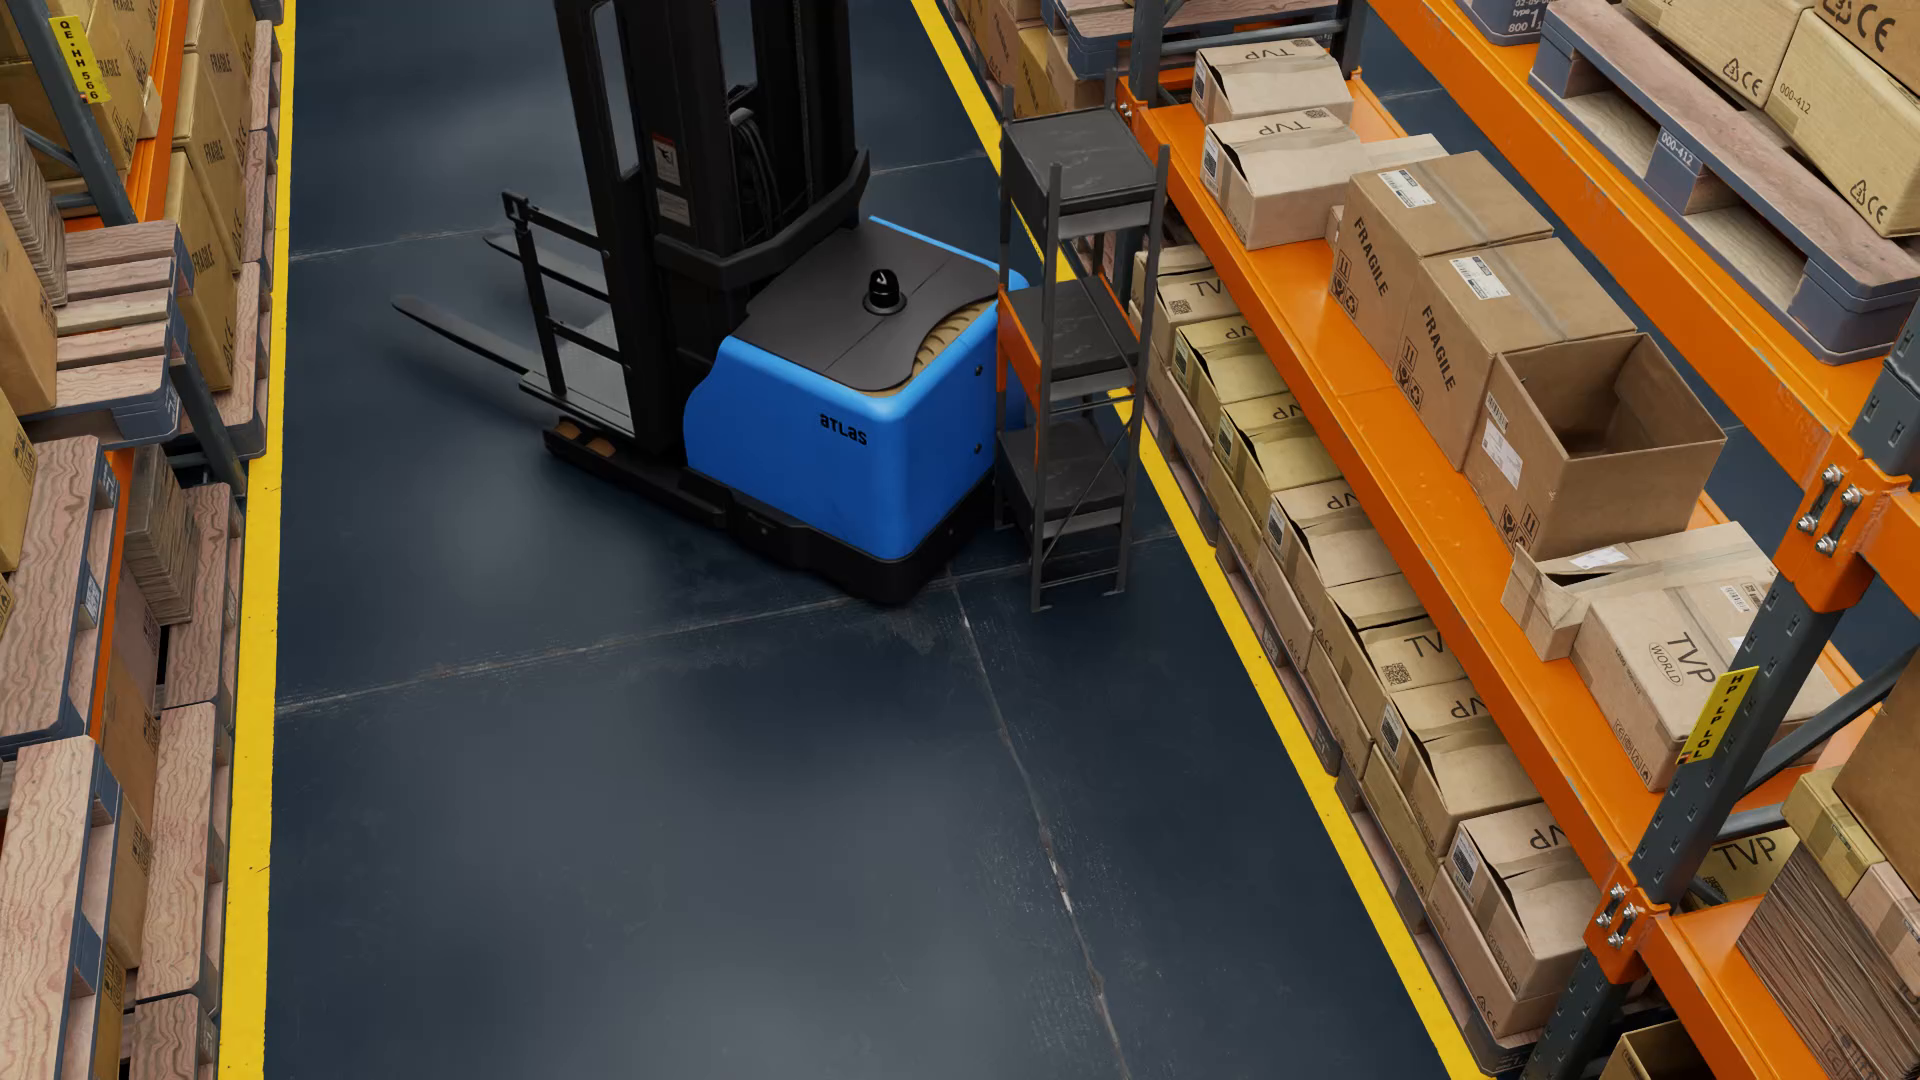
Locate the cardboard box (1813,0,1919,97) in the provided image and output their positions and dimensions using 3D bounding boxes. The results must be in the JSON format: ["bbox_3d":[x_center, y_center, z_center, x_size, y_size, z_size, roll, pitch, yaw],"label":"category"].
[{"bbox_3d":[2.112,-1.169,3.232,0.500,0.500,0.500,-10,46,-10],"label":"cardboard box"}]

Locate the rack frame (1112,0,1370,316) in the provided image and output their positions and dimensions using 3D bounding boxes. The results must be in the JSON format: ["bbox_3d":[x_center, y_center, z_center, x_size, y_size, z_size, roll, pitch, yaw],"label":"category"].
[{"bbox_3d":[1.208,-2.091,6.949,1.000,3.000,0.127,-11,47,-10],"label":"rack frame"}]

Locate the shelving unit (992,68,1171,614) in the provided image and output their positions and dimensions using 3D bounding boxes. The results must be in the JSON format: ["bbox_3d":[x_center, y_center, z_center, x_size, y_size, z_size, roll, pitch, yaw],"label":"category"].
[{"bbox_3d":[0.406,-0.650,6.167,0.431,2.100,0.503,-12,47,-12],"label":"shelving unit"}]

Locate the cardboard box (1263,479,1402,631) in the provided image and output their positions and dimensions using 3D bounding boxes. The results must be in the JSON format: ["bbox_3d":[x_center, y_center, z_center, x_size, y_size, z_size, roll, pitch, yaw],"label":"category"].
[{"bbox_3d":[1.461,0.012,6.127,0.500,0.311,0.500,-11,47,-11],"label":"cardboard box"}]

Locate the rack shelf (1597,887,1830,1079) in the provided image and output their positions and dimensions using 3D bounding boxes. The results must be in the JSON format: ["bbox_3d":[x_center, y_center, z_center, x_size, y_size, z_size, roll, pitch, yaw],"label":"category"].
[{"bbox_3d":[2.744,2.304,3.147,1.077,0.370,4.000,-11,47,-10],"label":"rack shelf"}]

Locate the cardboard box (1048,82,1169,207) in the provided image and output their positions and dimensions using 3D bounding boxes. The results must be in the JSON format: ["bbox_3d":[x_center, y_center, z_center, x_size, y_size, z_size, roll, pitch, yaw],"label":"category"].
[{"bbox_3d":[0.741,-1.973,8.276,0.500,0.500,0.500,-9,46,-9],"label":"cardboard box"}]

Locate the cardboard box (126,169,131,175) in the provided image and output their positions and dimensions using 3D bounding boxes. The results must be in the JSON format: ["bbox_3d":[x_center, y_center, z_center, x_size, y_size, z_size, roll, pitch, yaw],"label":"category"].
[{"bbox_3d":[-3.496,-1.547,6.578,0.380,0.149,0.250,-10,46,-10],"label":"cardboard box"}]

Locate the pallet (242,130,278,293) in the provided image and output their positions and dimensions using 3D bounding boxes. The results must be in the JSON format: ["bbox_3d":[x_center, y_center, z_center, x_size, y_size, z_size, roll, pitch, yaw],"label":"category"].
[{"bbox_3d":[-4.018,-1.605,8.426,1.003,0.211,1.213,-11,47,-10],"label":"pallet"}]

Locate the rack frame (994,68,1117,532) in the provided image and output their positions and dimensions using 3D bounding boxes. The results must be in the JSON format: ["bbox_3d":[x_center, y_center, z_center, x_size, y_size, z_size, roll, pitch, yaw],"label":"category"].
[{"bbox_3d":[0.336,-0.816,6.331,0.400,2.100,0.015,-12,47,-12],"label":"rack frame"}]

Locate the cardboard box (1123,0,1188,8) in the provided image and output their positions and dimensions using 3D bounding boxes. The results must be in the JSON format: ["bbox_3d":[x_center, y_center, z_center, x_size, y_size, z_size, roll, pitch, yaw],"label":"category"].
[{"bbox_3d":[0.937,-2.687,7.170,0.700,0.500,0.500,-26,51,-23],"label":"cardboard box"}]

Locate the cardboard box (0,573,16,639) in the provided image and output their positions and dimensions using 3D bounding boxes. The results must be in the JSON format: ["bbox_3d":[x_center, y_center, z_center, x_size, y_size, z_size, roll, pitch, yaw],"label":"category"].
[{"bbox_3d":[-2.988,0.197,4.330,0.700,0.500,0.500,-5,46,-5],"label":"cardboard box"}]

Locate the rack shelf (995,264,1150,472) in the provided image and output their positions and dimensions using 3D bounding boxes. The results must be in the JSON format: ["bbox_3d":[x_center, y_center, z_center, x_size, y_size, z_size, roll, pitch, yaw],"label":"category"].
[{"bbox_3d":[0.406,-0.640,6.177,0.431,0.518,0.480,-12,47,-12],"label":"rack shelf"}]

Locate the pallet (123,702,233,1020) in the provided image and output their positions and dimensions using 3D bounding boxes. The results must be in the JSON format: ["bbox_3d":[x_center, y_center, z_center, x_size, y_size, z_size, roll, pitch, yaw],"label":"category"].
[{"bbox_3d":[-3.073,1.174,5.702,1.003,0.211,1.213,-11,47,-10],"label":"pallet"}]

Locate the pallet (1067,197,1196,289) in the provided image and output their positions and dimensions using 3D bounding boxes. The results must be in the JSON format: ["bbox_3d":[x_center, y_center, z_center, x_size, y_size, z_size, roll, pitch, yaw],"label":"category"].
[{"bbox_3d":[1.053,-1.637,8.457,1.003,0.211,1.213,-11,47,-10],"label":"pallet"}]

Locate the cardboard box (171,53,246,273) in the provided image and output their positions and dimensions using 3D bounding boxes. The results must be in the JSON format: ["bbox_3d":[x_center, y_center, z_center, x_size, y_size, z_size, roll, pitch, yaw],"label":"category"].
[{"bbox_3d":[-3.860,-1.715,7.792,0.750,0.750,0.750,-11,47,-11],"label":"cardboard box"}]

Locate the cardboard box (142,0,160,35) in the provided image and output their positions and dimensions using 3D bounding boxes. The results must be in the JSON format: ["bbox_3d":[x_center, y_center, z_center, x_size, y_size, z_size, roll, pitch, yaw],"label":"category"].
[{"bbox_3d":[-3.708,-2.417,6.977,0.500,0.500,0.500,-11,47,-10],"label":"cardboard box"}]

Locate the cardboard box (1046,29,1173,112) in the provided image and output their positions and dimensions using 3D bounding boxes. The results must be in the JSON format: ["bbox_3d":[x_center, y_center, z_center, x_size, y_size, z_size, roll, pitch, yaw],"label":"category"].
[{"bbox_3d":[0.723,-2.273,8.045,0.500,0.250,0.500,-9,46,-9],"label":"cardboard box"}]

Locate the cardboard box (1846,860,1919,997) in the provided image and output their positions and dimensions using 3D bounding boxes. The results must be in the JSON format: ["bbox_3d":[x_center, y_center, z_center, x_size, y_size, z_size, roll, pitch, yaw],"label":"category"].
[{"bbox_3d":[2.178,0.803,3.589,0.380,0.149,0.250,-10,46,-10],"label":"cardboard box"}]

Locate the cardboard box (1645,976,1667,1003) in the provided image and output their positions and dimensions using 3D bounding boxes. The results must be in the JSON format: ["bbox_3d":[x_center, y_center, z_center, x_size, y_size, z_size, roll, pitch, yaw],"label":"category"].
[{"bbox_3d":[2.368,1.163,5.392,0.500,0.250,0.500,-12,47,-11],"label":"cardboard box"}]

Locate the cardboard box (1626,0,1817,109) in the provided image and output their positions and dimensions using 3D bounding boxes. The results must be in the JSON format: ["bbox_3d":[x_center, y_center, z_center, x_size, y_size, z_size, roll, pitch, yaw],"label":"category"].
[{"bbox_3d":[1.940,-1.279,3.865,0.500,0.250,0.500,-15,47,-14],"label":"cardboard box"}]

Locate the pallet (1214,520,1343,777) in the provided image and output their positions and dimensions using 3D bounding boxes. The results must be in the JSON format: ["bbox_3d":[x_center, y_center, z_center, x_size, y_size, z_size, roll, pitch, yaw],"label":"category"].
[{"bbox_3d":[1.689,0.301,6.557,1.003,0.211,1.213,-11,47,-10],"label":"pallet"}]

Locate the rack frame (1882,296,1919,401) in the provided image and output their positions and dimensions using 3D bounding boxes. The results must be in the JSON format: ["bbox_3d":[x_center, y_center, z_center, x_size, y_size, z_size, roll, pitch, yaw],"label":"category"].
[{"bbox_3d":[2.232,-1.429,2.100,1.000,3.000,0.127,-11,47,-10],"label":"rack frame"}]

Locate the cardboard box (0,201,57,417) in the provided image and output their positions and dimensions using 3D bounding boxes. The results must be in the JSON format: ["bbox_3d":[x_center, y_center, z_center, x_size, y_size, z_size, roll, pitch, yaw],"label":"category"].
[{"bbox_3d":[-3.281,-0.668,5.177,0.700,0.500,0.500,-15,47,-14],"label":"cardboard box"}]

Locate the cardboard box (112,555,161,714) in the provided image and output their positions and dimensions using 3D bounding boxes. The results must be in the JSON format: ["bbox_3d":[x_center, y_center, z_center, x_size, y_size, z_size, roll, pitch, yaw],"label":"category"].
[{"bbox_3d":[-3.326,0.403,5.948,0.700,0.500,0.500,-11,47,-10],"label":"cardboard box"}]

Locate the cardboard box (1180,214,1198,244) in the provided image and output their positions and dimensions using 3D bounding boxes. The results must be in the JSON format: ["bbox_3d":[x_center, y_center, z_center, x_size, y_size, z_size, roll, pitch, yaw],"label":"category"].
[{"bbox_3d":[1.367,-1.736,8.044,0.500,0.500,0.500,-9,46,-9],"label":"cardboard box"}]

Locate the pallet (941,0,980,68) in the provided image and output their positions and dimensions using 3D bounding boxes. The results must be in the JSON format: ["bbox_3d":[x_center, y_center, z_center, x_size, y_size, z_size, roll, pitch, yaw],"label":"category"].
[{"bbox_3d":[0.428,-3.322,10.108,1.003,0.211,1.213,-11,47,-10],"label":"pallet"}]

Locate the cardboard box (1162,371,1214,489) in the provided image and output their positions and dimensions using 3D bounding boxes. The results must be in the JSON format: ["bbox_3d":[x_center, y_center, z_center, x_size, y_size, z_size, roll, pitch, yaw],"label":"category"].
[{"bbox_3d":[1.187,-0.513,7.035,0.500,0.250,0.500,-12,47,-11],"label":"cardboard box"}]

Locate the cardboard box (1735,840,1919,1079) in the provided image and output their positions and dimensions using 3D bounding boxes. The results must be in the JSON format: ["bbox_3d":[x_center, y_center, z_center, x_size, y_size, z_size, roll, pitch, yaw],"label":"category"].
[{"bbox_3d":[2.351,0.941,3.908,0.700,0.500,0.500,-12,47,-11],"label":"cardboard box"}]

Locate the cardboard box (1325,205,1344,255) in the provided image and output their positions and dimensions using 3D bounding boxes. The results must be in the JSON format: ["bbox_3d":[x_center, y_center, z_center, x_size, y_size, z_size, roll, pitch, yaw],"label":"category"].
[{"bbox_3d":[1.589,-1.133,6.186,0.380,0.149,0.250,-8,46,-7],"label":"cardboard box"}]

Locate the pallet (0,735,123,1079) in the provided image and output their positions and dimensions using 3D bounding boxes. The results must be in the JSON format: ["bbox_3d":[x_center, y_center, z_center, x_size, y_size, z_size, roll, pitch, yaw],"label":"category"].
[{"bbox_3d":[-2.611,1.092,3.965,1.003,0.211,1.213,-11,47,-10],"label":"pallet"}]

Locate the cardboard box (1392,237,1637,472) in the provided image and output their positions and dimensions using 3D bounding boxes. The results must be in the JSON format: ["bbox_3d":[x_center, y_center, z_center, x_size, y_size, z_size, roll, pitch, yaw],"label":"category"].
[{"bbox_3d":[1.788,-0.607,5.425,0.500,0.500,0.500,-11,47,-10],"label":"cardboard box"}]

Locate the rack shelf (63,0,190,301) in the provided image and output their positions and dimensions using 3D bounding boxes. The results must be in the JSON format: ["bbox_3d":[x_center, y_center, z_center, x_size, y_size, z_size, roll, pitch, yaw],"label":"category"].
[{"bbox_3d":[-4.092,-2.311,7.669,1.077,0.370,4.000,-11,47,-10],"label":"rack shelf"}]

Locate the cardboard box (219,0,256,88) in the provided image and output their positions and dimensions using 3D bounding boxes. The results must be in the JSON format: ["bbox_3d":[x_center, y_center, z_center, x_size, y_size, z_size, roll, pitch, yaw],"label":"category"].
[{"bbox_3d":[-4.312,-2.914,8.967,0.750,0.750,0.750,-10,46,-10],"label":"cardboard box"}]

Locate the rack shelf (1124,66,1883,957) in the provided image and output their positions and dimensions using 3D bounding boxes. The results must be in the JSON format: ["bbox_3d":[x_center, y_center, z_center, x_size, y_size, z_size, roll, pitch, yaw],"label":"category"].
[{"bbox_3d":[1.720,-0.458,5.853,1.077,0.370,4.000,-11,47,-10],"label":"rack shelf"}]

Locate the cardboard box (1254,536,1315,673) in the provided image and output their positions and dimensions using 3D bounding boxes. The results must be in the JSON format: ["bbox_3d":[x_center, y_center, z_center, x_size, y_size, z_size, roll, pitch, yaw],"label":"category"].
[{"bbox_3d":[1.457,0.199,6.337,0.500,0.250,0.500,-10,46,-10],"label":"cardboard box"}]

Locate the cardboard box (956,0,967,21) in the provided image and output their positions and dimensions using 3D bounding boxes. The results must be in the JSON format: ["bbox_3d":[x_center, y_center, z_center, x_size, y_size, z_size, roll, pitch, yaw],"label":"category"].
[{"bbox_3d":[0.219,-3.387,9.662,0.500,0.500,0.500,-10,46,-10],"label":"cardboard box"}]

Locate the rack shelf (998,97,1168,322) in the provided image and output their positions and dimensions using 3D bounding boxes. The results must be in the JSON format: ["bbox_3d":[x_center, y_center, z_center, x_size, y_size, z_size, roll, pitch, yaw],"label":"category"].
[{"bbox_3d":[0.406,-1.130,5.677,0.431,0.518,0.480,-12,47,-12],"label":"rack shelf"}]

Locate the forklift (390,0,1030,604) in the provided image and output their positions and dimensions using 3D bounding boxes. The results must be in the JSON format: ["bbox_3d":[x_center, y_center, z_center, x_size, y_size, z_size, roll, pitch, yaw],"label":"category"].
[{"bbox_3d":[-1.222,-1.597,6.513,3.031,2.935,1.130,25,51,23],"label":"forklift"}]

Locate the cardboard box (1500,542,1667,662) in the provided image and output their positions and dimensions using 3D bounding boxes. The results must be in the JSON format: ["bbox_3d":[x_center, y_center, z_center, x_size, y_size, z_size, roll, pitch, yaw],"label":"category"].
[{"bbox_3d":[1.829,0.145,4.853,0.396,0.266,0.258,-12,47,-11],"label":"cardboard box"}]

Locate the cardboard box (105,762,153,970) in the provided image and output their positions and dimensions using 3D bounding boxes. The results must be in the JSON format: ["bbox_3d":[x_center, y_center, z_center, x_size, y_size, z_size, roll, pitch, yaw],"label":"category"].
[{"bbox_3d":[-3.033,1.088,5.277,0.700,0.500,0.500,-10,46,-10],"label":"cardboard box"}]

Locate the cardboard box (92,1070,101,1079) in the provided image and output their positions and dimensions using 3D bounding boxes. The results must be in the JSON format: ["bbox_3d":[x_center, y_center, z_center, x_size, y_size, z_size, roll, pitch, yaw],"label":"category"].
[{"bbox_3d":[-2.761,1.795,4.584,0.700,0.500,0.500,-9,46,-9],"label":"cardboard box"}]

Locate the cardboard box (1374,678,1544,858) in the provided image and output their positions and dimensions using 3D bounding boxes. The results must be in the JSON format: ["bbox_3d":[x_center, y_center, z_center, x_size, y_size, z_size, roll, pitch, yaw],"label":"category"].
[{"bbox_3d":[1.712,0.705,5.448,0.500,0.311,0.500,-10,46,-9],"label":"cardboard box"}]

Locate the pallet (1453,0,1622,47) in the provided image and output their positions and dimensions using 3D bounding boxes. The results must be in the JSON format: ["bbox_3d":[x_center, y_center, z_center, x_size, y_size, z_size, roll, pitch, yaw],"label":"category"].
[{"bbox_3d":[1.757,-1.851,4.746,1.003,0.211,1.213,-9,46,-8],"label":"pallet"}]

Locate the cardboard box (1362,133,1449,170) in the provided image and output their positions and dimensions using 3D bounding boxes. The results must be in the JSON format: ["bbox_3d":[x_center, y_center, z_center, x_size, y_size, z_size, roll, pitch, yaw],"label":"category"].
[{"bbox_3d":[1.705,-1.432,6.480,0.380,0.149,0.250,-11,47,-10],"label":"cardboard box"}]

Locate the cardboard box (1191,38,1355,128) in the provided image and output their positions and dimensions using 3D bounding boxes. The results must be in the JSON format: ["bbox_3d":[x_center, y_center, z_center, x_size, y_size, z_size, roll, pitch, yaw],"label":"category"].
[{"bbox_3d":[1.259,-1.800,6.727,0.500,0.311,0.500,-8,46,-8],"label":"cardboard box"}]

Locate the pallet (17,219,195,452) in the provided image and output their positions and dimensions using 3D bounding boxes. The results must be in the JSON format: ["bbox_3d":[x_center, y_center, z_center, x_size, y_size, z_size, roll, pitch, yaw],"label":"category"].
[{"bbox_3d":[-3.295,-0.643,5.665,1.213,0.211,1.003,-11,47,-10],"label":"pallet"}]

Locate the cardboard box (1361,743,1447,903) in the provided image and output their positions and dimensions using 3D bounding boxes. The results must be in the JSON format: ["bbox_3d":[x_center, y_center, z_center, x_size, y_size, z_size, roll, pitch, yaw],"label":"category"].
[{"bbox_3d":[1.717,0.903,5.646,0.500,0.250,0.500,-11,47,-11],"label":"cardboard box"}]

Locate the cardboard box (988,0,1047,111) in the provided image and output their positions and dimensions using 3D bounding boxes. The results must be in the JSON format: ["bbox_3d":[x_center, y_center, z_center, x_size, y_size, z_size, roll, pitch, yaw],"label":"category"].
[{"bbox_3d":[0.469,-2.691,8.980,0.500,0.500,0.500,-12,47,-12],"label":"cardboard box"}]

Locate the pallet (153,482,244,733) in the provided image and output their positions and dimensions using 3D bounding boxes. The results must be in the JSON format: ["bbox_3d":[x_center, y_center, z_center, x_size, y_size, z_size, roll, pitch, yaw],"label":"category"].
[{"bbox_3d":[-3.381,0.333,6.526,1.003,0.211,1.213,-11,47,-10],"label":"pallet"}]

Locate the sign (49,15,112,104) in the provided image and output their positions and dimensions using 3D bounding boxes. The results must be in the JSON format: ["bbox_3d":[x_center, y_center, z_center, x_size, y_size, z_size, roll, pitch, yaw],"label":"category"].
[{"bbox_3d":[-3.058,-1.666,5.778,0.100,0.325,0.005,-11,47,-10],"label":"sign"}]

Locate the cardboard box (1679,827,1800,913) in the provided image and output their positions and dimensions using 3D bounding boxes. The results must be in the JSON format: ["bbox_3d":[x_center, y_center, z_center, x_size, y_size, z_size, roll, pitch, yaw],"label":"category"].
[{"bbox_3d":[2.367,0.959,5.199,0.500,0.311,0.500,-11,47,-10],"label":"cardboard box"}]

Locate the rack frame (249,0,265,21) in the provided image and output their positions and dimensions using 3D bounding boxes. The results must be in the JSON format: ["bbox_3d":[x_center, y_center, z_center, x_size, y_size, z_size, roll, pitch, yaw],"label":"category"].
[{"bbox_3d":[-4.604,-3.944,8.766,1.000,3.000,0.127,-11,47,-10],"label":"rack frame"}]

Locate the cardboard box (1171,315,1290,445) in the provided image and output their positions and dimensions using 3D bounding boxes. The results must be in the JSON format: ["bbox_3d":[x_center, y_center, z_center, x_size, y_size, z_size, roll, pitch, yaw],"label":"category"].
[{"bbox_3d":[1.200,-0.695,6.820,0.500,0.311,0.500,-12,47,-11],"label":"cardboard box"}]

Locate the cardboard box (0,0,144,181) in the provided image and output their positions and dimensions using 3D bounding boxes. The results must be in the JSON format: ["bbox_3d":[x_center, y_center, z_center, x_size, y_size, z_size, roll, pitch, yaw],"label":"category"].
[{"bbox_3d":[-3.457,-1.711,6.285,0.500,0.500,0.500,-9,46,-9],"label":"cardboard box"}]
